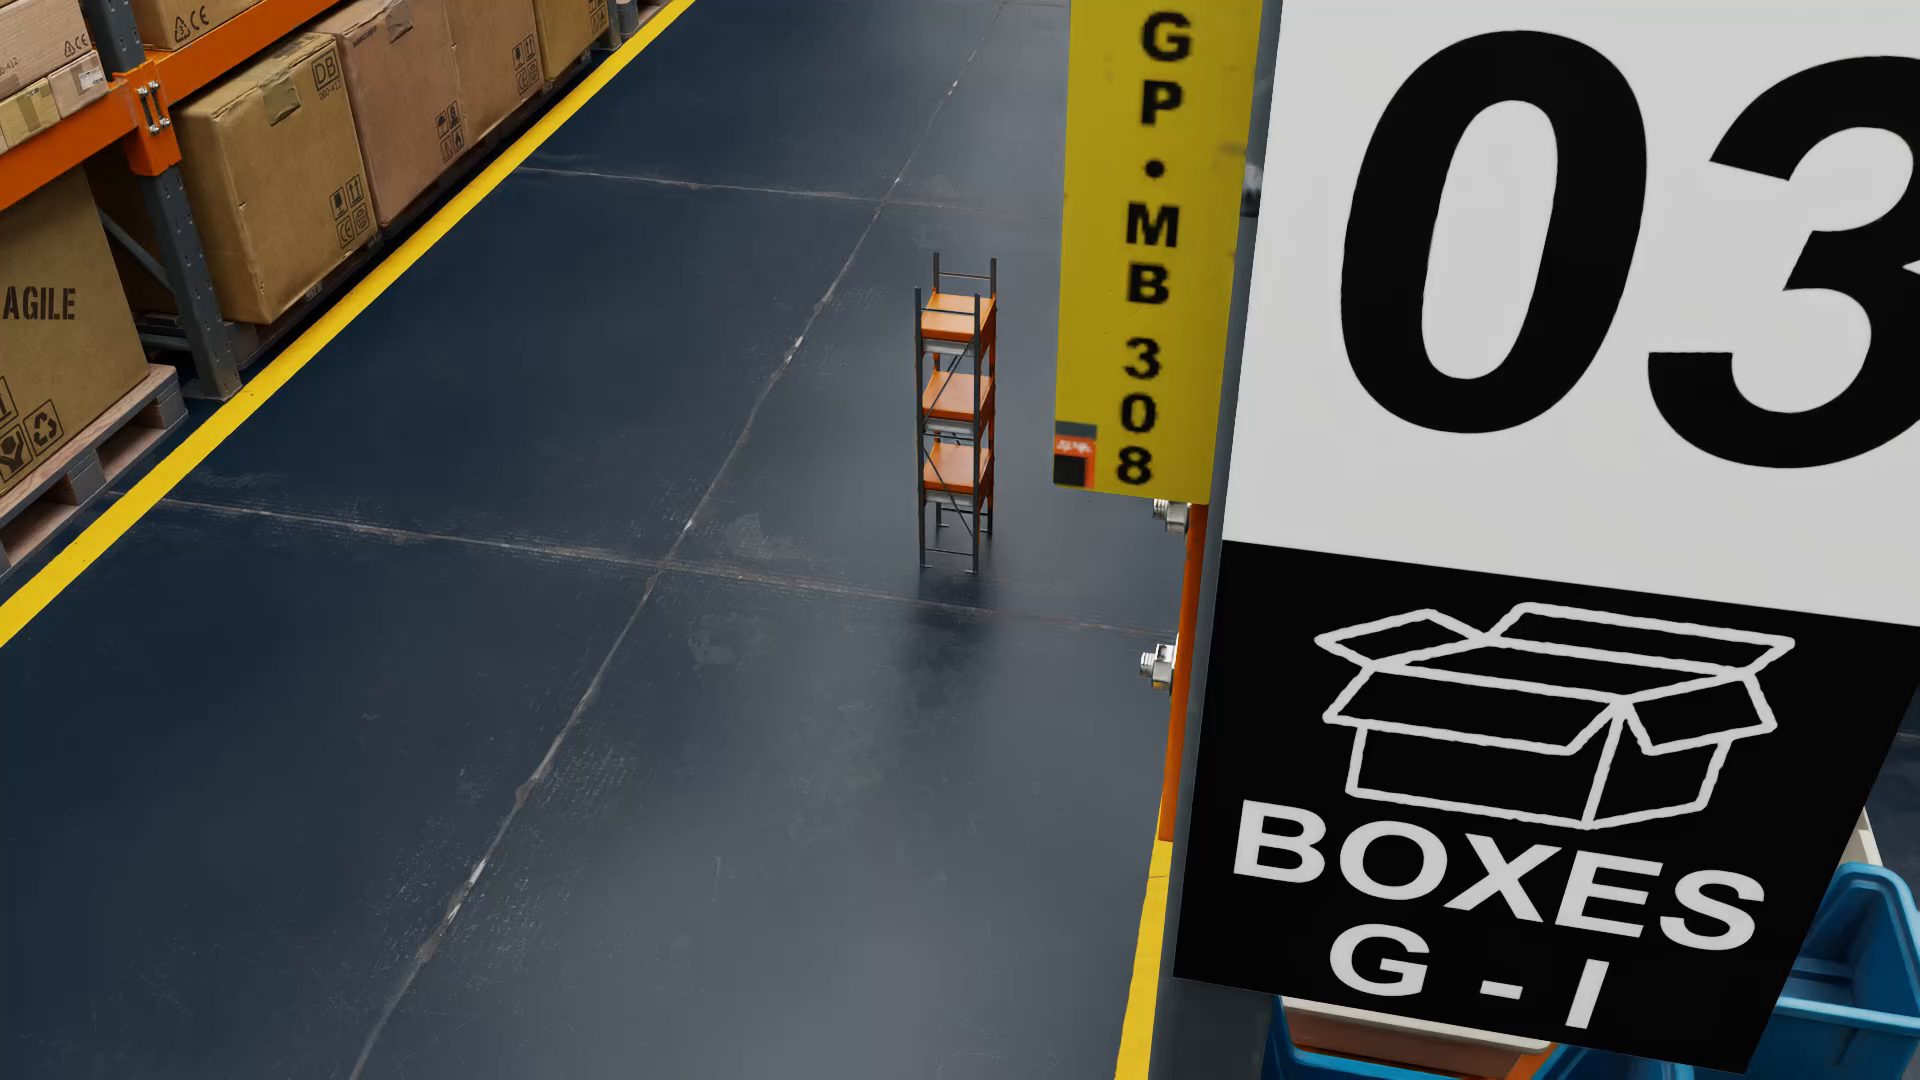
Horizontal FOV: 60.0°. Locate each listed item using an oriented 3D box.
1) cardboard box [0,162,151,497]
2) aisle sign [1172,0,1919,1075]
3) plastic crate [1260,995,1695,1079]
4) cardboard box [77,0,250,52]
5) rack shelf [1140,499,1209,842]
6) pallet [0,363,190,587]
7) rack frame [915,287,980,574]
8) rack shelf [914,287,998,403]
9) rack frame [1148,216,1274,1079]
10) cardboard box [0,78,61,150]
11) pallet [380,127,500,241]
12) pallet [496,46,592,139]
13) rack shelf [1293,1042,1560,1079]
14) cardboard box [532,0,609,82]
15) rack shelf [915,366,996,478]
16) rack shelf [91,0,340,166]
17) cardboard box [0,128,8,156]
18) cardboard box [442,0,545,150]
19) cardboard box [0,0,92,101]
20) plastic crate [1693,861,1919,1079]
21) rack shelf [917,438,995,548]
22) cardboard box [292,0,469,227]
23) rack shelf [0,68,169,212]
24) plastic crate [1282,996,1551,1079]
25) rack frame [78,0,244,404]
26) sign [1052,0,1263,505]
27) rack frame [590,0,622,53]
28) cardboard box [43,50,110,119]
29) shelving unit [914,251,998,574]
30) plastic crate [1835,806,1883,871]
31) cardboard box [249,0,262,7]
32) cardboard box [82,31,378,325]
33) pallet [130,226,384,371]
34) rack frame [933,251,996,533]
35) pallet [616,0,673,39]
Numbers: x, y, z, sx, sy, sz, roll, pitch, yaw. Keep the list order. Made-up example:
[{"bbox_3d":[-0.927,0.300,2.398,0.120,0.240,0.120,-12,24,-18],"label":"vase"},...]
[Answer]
[{"bbox_3d":[-3.555,-0.784,5.729,0.875,0.875,0.875,7,37,10],"label":"cardboard box"},{"bbox_3d":[0.347,0.023,0.947,0.394,0.787,0.004,7,37,10],"label":"aisle sign"},{"bbox_3d":[0.538,0.817,1.985,0.616,0.435,0.499,7,37,10],"label":"plastic crate"},{"bbox_3d":[-2.993,-2.116,6.028,0.500,0.500,0.500,7,37,10],"label":"cardboard box"},{"bbox_3d":[1.076,-0.999,2.629,1.077,0.370,4.000,7,37,10],"label":"rack shelf"},{"bbox_3d":[-3.575,-0.288,5.967,1.003,0.211,1.213,7,37,10],"label":"pallet"},{"bbox_3d":[-0.037,-0.324,5.303,0.200,1.050,0.008,7,37,10],"label":"rack frame"},{"bbox_3d":[-0.011,-0.616,5.239,0.215,0.259,0.240,7,37,10],"label":"rack shelf"},{"bbox_3d":[0.649,1.071,1.716,1.000,3.000,0.127,7,37,10],"label":"rack frame"},{"bbox_3d":[-3.136,-1.377,5.309,0.380,0.149,0.250,8,37,11],"label":"cardboard box"},{"bbox_3d":[-2.986,-1.867,8.146,1.003,0.211,1.213,7,37,10],"label":"pallet"},{"bbox_3d":[-2.723,-2.565,9.109,1.003,0.211,1.213,7,37,10],"label":"pallet"},{"bbox_3d":[1.076,0.216,3.509,1.077,0.370,4.000,7,37,10],"label":"rack shelf"},{"bbox_3d":[-2.649,-3.053,8.859,1.225,0.875,0.875,6,36,8],"label":"cardboard box"},{"bbox_3d":[-0.011,-0.386,5.406,0.215,0.259,0.240,7,37,10],"label":"rack shelf"},{"bbox_3d":[-2.909,-2.698,7.530,1.077,0.370,4.000,7,37,10],"label":"rack shelf"},{"bbox_3d":[-3.191,-1.231,5.106,0.380,0.149,0.250,7,36,9],"label":"cardboard box"},{"bbox_3d":[-2.847,-2.543,8.155,1.225,0.875,0.875,7,37,10],"label":"cardboard box"},{"bbox_3d":[-3.174,-1.617,5.299,0.500,0.250,0.500,7,36,9],"label":"cardboard box"},{"bbox_3d":[1.163,0.637,2.407,0.416,0.233,0.300,7,37,10],"label":"plastic crate"},{"bbox_3d":[-0.011,-0.161,5.569,0.215,0.259,0.240,7,37,10],"label":"rack shelf"},{"bbox_3d":[-3.029,-2.035,7.454,1.225,0.875,0.875,6,36,8],"label":"cardboard box"},{"bbox_3d":[-3.763,-0.405,4.366,1.077,0.370,4.000,7,37,10],"label":"rack shelf"},{"bbox_3d":[0.646,0.663,2.452,0.396,0.136,0.243,7,37,10],"label":"plastic crate"},{"bbox_3d":[-3.336,-1.843,5.737,1.000,3.000,0.127,7,37,10],"label":"rack frame"},{"bbox_3d":[0.108,-0.161,0.949,0.100,0.325,0.005,7,37,10],"label":"sign"},{"bbox_3d":[-2.481,-4.136,8.901,1.000,3.000,0.127,7,37,10],"label":"rack frame"},{"bbox_3d":[-3.081,-1.525,5.513,0.380,0.149,0.250,8,37,10],"label":"cardboard box"},{"bbox_3d":[-0.011,-0.394,5.400,0.215,1.050,0.252,7,37,10],"label":"shelving unit"},{"bbox_3d":[1.317,0.491,2.690,0.250,0.136,0.298,7,37,10],"label":"plastic crate"},{"bbox_3d":[-2.887,-2.404,6.426,0.500,0.500,0.500,7,37,10],"label":"cardboard box"},{"bbox_3d":[-3.219,-1.522,6.747,1.225,0.875,0.875,7,37,10],"label":"cardboard box"},{"bbox_3d":[-3.245,-1.166,7.178,1.003,0.211,1.213,7,37,10],"label":"pallet"},{"bbox_3d":[0.015,-0.464,5.496,0.200,1.050,0.008,7,37,10],"label":"rack frame"},{"bbox_3d":[-2.313,-3.455,10.337,1.003,0.211,1.213,7,37,10],"label":"pallet"}]
